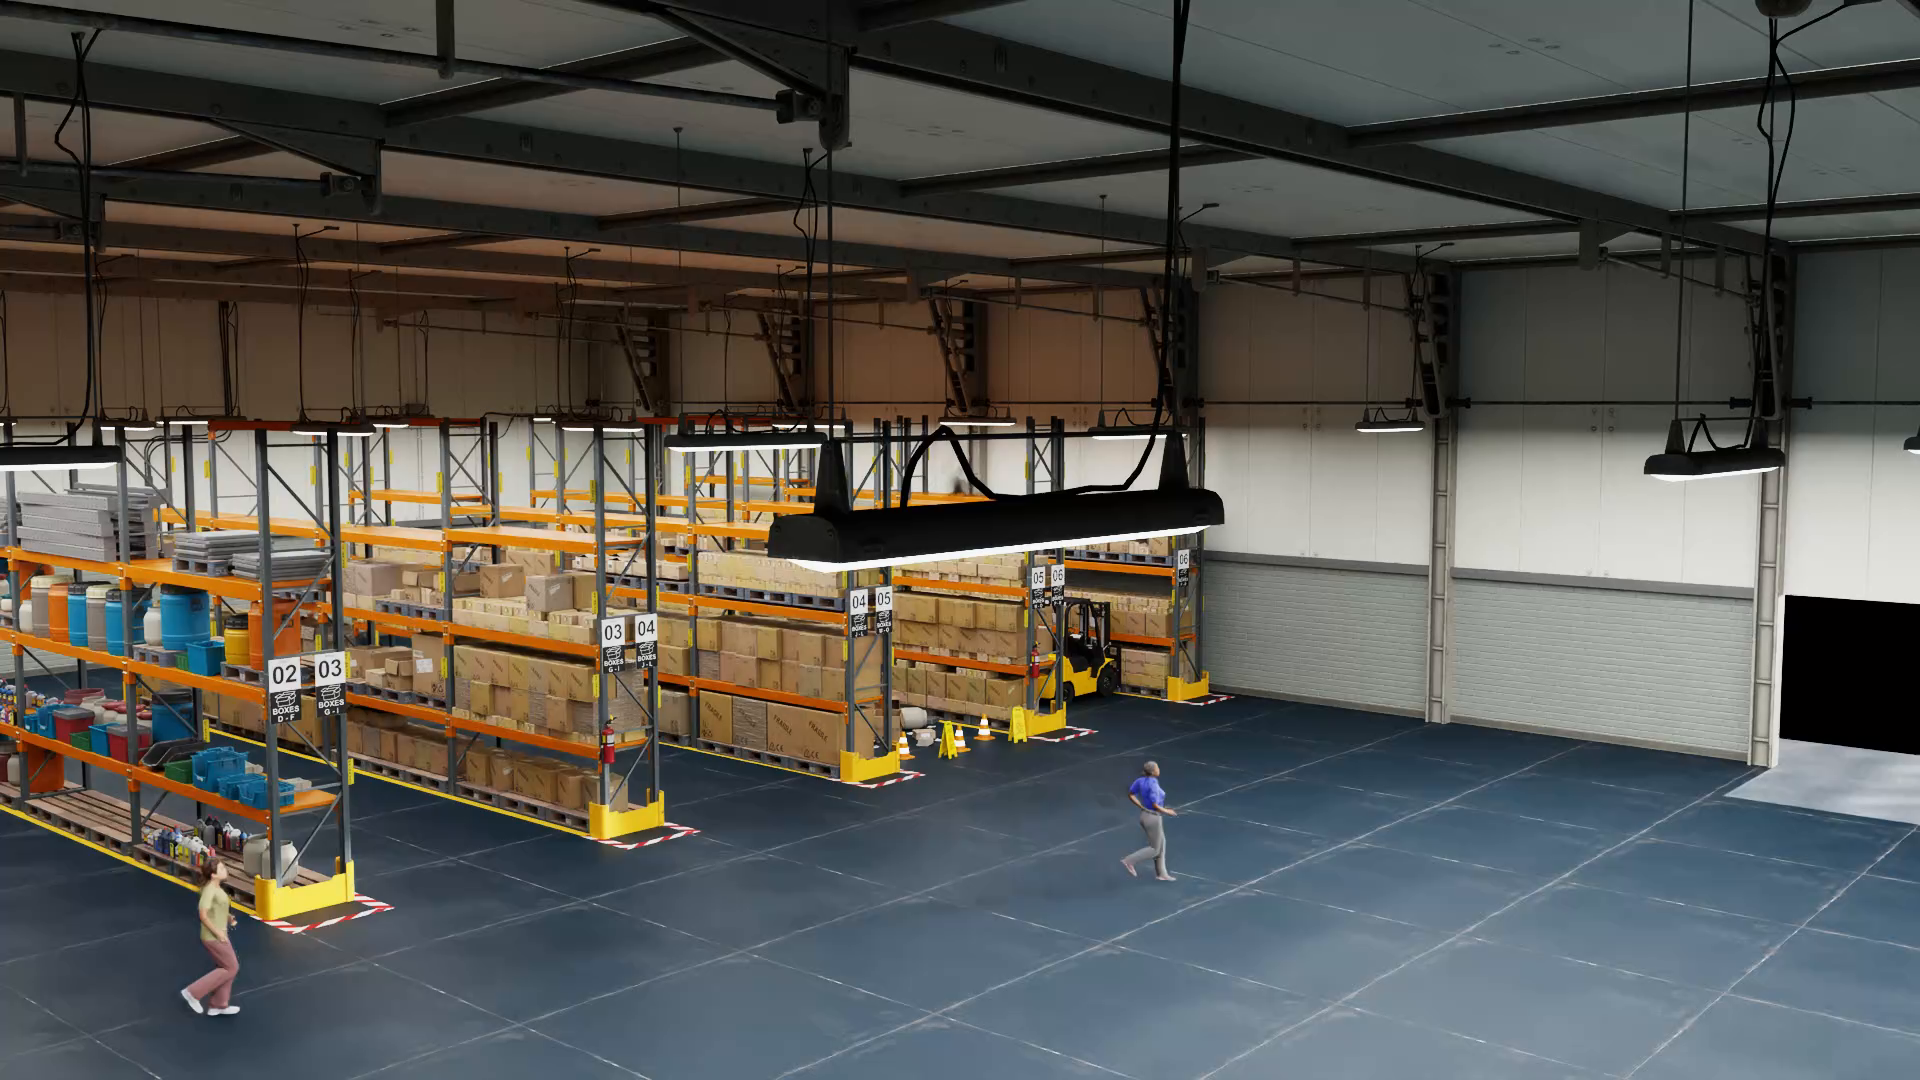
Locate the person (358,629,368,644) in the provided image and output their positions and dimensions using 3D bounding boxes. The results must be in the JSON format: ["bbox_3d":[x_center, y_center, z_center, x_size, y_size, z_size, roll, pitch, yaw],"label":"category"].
[{"bbox_3d":[-14.173,2.203,39.735,0.543,1.737,1.012,4,6,37],"label":"person"}]

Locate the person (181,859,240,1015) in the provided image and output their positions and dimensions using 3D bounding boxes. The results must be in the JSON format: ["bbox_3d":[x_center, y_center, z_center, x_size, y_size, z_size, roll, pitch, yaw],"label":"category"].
[{"bbox_3d":[-7.742,4.095,17.135,0.546,1.642,0.597,-2,5,-25],"label":"person"}]

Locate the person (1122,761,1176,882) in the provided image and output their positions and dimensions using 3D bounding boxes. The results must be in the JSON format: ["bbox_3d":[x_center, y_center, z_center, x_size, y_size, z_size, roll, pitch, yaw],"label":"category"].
[{"bbox_3d":[2.471,3.714,21.855,0.827,1.653,0.588,-2,5,-20],"label":"person"}]

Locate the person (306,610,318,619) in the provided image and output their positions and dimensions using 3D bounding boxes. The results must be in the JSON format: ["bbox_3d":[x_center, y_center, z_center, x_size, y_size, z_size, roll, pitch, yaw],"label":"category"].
[{"bbox_3d":[-14.866,2.321,38.017,0.704,1.718,0.573,0,5,5],"label":"person"}]
